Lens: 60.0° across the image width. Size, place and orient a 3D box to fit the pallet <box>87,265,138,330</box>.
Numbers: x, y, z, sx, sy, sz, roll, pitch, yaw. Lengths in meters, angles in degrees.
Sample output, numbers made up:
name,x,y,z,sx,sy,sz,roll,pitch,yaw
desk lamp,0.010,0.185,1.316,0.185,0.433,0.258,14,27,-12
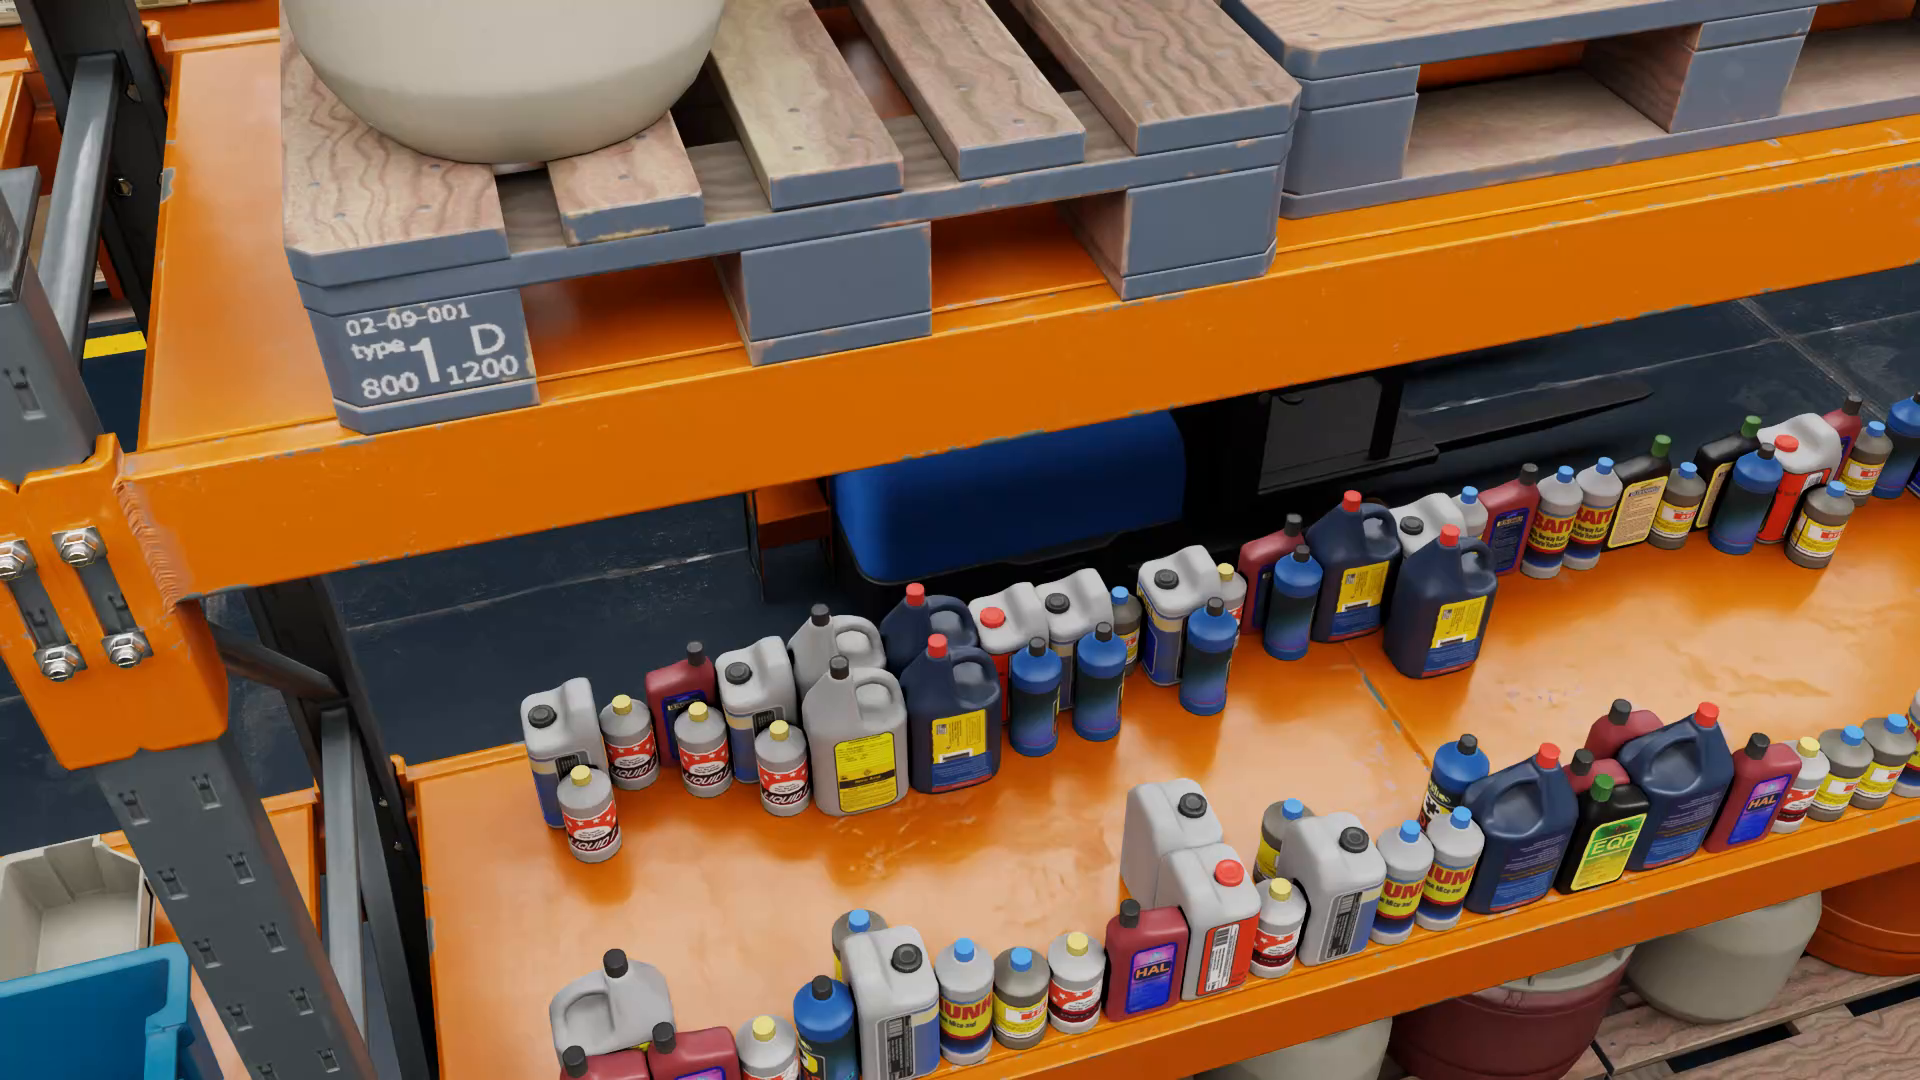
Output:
name,x,y,z,sx,sy,sz,roll,pitch,yaw
pallet,-3.254,-1.332,7.114,1.213,0.211,1.003,-12,42,-13

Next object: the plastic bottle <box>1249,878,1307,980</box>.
name,x,y,z,sx,sy,sz,roll,pitch,yaw
plastic bottle,0.541,0.658,2.867,0.097,0.201,0.097,0,41,0

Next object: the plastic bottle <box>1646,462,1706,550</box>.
name,x,y,z,sx,sy,sz,roll,pitch,yaw
plastic bottle,1.601,-0.085,3.718,0.097,0.201,0.097,0,41,0

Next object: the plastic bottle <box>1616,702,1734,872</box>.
name,x,y,z,sx,sy,sz,roll,pitch,yaw
plastic bottle,1.286,0.432,3.013,0.185,0.351,0.144,-12,42,-13

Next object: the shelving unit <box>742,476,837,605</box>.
name,x,y,z,sx,sy,sz,roll,pitch,yaw
shelving unit,-0.561,-0.270,5.261,0.252,1.050,0.215,-13,43,-14

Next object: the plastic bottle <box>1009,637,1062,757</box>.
name,x,y,z,sx,sy,sz,roll,pitch,yaw
plastic bottle,0.146,0.295,3.230,0.097,0.271,0.097,0,41,0

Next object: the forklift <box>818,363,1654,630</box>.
name,x,y,z,sx,sy,sz,roll,pitch,yaw
forklift,0.979,-1.360,5.079,3.031,2.935,1.130,-13,43,-14

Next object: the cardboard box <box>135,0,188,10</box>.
name,x,y,z,sx,sy,sz,roll,pitch,yaw
cardboard box,-2.943,-2.072,6.032,0.250,0.149,0.380,-11,42,-12

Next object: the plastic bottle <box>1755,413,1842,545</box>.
name,x,y,z,sx,sy,sz,roll,pitch,yaw
plastic bottle,1.847,-0.145,3.730,0.135,0.276,0.152,-12,42,-13

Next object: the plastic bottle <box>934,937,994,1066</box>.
name,x,y,z,sx,sy,sz,roll,pitch,yaw
plastic bottle,0.007,0.743,2.718,0.097,0.271,0.097,0,41,0

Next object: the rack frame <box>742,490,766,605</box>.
name,x,y,z,sx,sy,sz,roll,pitch,yaw
rack frame,-0.677,-0.244,5.232,0.008,1.050,0.200,-13,43,-14

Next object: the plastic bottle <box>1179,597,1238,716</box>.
name,x,y,z,sx,sy,sz,roll,pitch,yaw
plastic bottle,0.496,0.223,3.313,0.097,0.271,0.097,0,41,0

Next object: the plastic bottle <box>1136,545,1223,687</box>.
name,x,y,z,sx,sy,sz,roll,pitch,yaw
plastic bottle,0.441,0.146,3.397,0.135,0.276,0.152,-12,42,-13

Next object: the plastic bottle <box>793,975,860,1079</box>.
name,x,y,z,sx,sy,sz,roll,pitch,yaw
plastic bottle,-0.214,0.789,2.665,0.097,0.271,0.097,0,41,0

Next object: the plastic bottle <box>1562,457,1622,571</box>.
name,x,y,z,sx,sy,sz,roll,pitch,yaw
plastic bottle,1.381,-0.065,3.643,0.097,0.271,0.097,0,41,0

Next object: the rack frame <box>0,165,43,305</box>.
name,x,y,z,sx,sy,sz,roll,pitch,yaw
rack frame,-1.017,-1.634,0.781,0.127,3.000,1.000,-12,42,-13

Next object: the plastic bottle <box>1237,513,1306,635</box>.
name,x,y,z,sx,sy,sz,roll,pitch,yaw
plastic bottle,0.648,0.069,3.479,0.133,0.283,0.061,-12,42,-13

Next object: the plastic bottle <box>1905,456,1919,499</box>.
name,x,y,z,sx,sy,sz,roll,pitch,yaw
plastic bottle,2.288,-0.236,3.835,0.135,0.276,0.152,-12,42,-13

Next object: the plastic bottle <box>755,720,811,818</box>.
name,x,y,z,sx,sy,sz,roll,pitch,yaw
plastic bottle,-0.335,0.421,3.139,0.097,0.201,0.097,0,41,0

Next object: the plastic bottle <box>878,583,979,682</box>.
name,x,y,z,sx,sy,sz,roll,pitch,yaw
plastic bottle,-0.062,0.220,3.256,0.185,0.351,0.144,-12,42,-13

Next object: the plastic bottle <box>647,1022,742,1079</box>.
name,x,y,z,sx,sy,sz,roll,pitch,yaw
plastic bottle,-0.412,0.838,2.600,0.133,0.283,0.061,-12,42,-13

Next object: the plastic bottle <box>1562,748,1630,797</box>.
name,x,y,z,sx,sy,sz,roll,pitch,yaw
plastic bottle,1.129,0.476,3.013,0.133,0.283,0.061,-12,42,-13

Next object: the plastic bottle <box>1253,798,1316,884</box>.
name,x,y,z,sx,sy,sz,roll,pitch,yaw
plastic bottle,0.588,0.544,2.999,0.097,0.201,0.097,0,41,0

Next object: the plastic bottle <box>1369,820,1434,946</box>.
name,x,y,z,sx,sy,sz,roll,pitch,yaw
plastic bottle,0.762,0.586,2.897,0.097,0.271,0.097,0,41,0

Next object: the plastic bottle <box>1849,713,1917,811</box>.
name,x,y,z,sx,sy,sz,roll,pitch,yaw
plastic bottle,1.741,0.410,3.152,0.097,0.201,0.097,0,41,0

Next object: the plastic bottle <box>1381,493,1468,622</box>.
name,x,y,z,sx,sy,sz,roll,pitch,yaw
plastic bottle,0.966,0.038,3.521,0.135,0.276,0.152,-12,42,-13

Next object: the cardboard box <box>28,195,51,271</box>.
name,x,y,z,sx,sy,sz,roll,pitch,yaw
cardboard box,-4.017,-1.583,6.578,0.875,0.875,0.875,-12,42,-13

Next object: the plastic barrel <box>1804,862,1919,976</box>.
name,x,y,z,sx,sy,sz,roll,pitch,yaw
plastic barrel,2.337,0.601,4.113,0.708,0.830,0.600,-12,42,-13

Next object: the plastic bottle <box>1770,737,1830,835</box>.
name,x,y,z,sx,sy,sz,roll,pitch,yaw
plastic bottle,1.555,0.448,3.108,0.097,0.201,0.097,0,41,0

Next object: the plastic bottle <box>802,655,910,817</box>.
name,x,y,z,sx,sy,sz,roll,pitch,yaw
plastic bottle,-0.195,0.347,3.111,0.185,0.351,0.144,-12,42,-13

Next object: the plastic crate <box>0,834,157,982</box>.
name,x,y,z,sx,sy,sz,roll,pitch,yaw
plastic crate,-1.504,0.704,2.819,0.243,0.136,0.396,-12,42,-13

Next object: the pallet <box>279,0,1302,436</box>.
name,x,y,z,sx,sy,sz,roll,pitch,yaw
pallet,-0.299,-0.650,2.078,1.003,0.211,1.213,-12,42,-13

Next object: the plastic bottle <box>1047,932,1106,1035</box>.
name,x,y,z,sx,sy,sz,roll,pitch,yaw
plastic bottle,0.192,0.731,2.785,0.097,0.201,0.097,0,41,0

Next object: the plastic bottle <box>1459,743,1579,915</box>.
name,x,y,z,sx,sy,sz,roll,pitch,yaw
plastic bottle,0.983,0.495,2.941,0.185,0.351,0.144,-12,42,-13

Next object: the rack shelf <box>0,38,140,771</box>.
name,x,y,z,sx,sy,sz,roll,pitch,yaw
rack shelf,-2.925,0.161,1.552,4.000,0.370,1.077,-12,42,-13

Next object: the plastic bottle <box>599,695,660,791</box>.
name,x,y,z,sx,sy,sz,roll,pitch,yaw
plastic bottle,-0.636,0.379,3.188,0.097,0.201,0.097,0,41,0

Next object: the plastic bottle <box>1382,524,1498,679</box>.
name,x,y,z,sx,sy,sz,roll,pitch,yaw
plastic bottle,0.986,0.108,3.385,0.185,0.351,0.144,-12,42,-13

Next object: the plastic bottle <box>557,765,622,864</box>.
name,x,y,z,sx,sy,sz,roll,pitch,yaw
plastic bottle,-0.683,0.493,3.056,0.097,0.201,0.097,0,41,0

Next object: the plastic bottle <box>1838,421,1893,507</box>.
name,x,y,z,sx,sy,sz,roll,pitch,yaw
plastic bottle,2.077,-0.183,3.831,0.097,0.201,0.097,0,41,0

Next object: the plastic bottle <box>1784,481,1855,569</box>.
name,x,y,z,sx,sy,sz,roll,pitch,yaw
plastic bottle,1.902,-0.042,3.669,0.097,0.201,0.097,0,41,0

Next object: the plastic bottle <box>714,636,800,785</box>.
name,x,y,z,sx,sy,sz,roll,pitch,yaw
plastic bottle,-0.390,0.319,3.200,0.135,0.276,0.152,-12,42,-13

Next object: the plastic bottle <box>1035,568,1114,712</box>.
name,x,y,z,sx,sy,sz,roll,pitch,yaw
plastic bottle,0.220,0.192,3.344,0.135,0.276,0.152,-12,42,-13

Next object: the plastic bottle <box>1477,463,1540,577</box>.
name,x,y,z,sx,sy,sz,roll,pitch,yaw
plastic bottle,1.173,-0.039,3.604,0.133,0.283,0.061,-12,42,-13

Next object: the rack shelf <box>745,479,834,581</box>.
name,x,y,z,sx,sy,sz,roll,pitch,yaw
rack shelf,-0.561,-0.053,5.451,0.240,0.259,0.215,-13,43,-14

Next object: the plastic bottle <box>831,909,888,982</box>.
name,x,y,z,sx,sy,sz,roll,pitch,yaw
plastic bottle,-0.167,0.700,2.820,0.097,0.201,0.097,0,41,0

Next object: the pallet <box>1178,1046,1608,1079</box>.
name,x,y,z,sx,sy,sz,roll,pitch,yaw
pallet,0.897,1.305,4.096,1.213,0.211,1.003,-12,42,-13

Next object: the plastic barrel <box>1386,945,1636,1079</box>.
name,x,y,z,sx,sy,sz,roll,pitch,yaw
plastic barrel,1.260,0.915,3.937,0.708,0.588,0.600,-12,42,-13

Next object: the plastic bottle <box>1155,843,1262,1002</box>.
name,x,y,z,sx,sy,sz,roll,pitch,yaw
plastic bottle,0.422,0.636,2.836,0.135,0.276,0.152,-12,42,-13

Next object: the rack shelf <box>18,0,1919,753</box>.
name,x,y,z,sx,sy,sz,roll,pitch,yaw
rack shelf,0.891,-0.629,2.457,4.000,0.370,1.077,-12,42,-13
